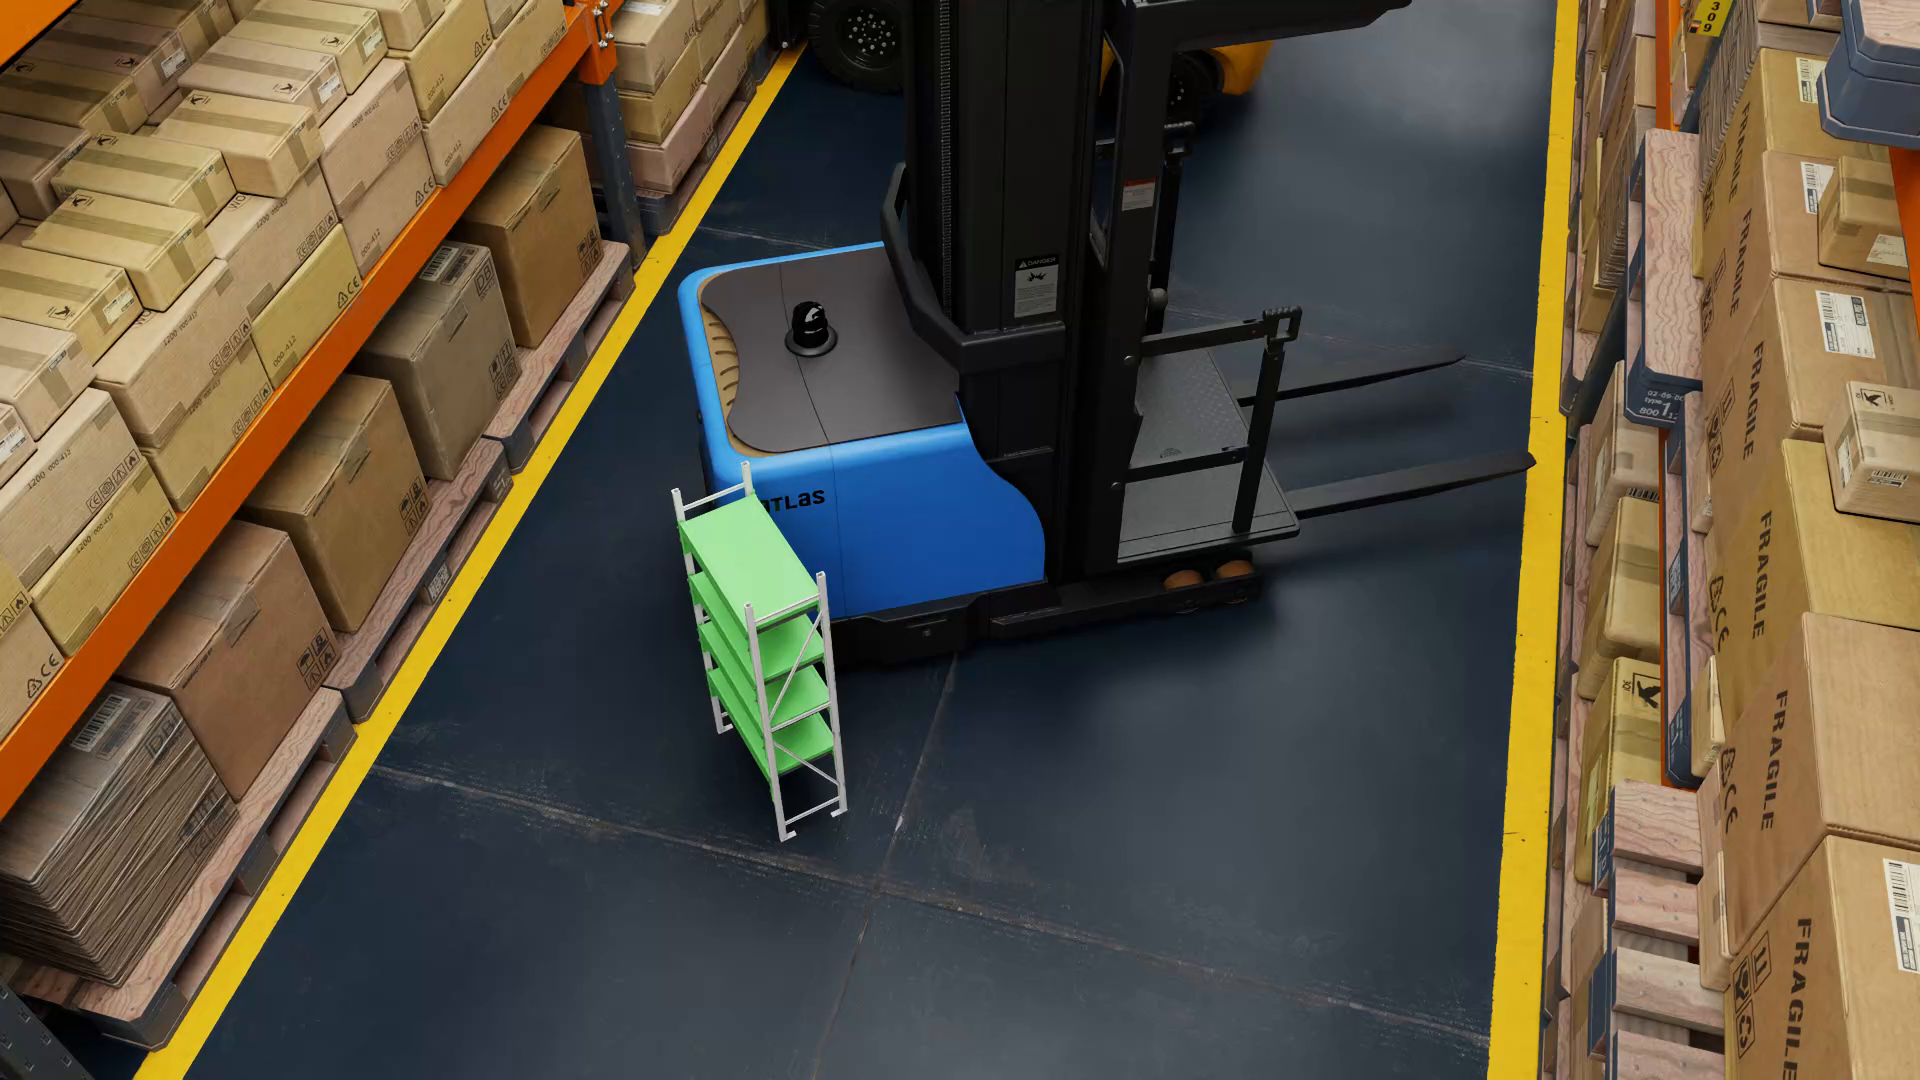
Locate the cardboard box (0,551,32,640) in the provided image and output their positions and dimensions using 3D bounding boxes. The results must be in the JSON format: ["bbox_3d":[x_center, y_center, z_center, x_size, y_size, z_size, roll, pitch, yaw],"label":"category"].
[{"bbox_3d":[-2.559,0.198,3.842,0.500,0.250,0.500,12,50,10],"label":"cardboard box"}]

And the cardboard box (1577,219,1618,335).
[{"bbox_3d":[2.803,-1.045,6.726,0.500,0.250,0.500,14,50,12],"label":"cardboard box"}]

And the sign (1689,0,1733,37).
[{"bbox_3d":[2.381,-1.723,5.193,0.100,0.325,0.005,12,50,10],"label":"sign"}]

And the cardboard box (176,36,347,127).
[{"bbox_3d":[-2.067,-1.339,4.932,0.380,0.149,0.250,12,50,10],"label":"cardboard box"}]

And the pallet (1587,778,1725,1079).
[{"bbox_3d":[1.938,1.085,3.420,1.213,0.211,1.003,12,50,10],"label":"pallet"}]

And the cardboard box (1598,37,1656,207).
[{"bbox_3d":[2.935,-1.662,6.770,0.500,0.500,0.500,12,50,11],"label":"cardboard box"}]

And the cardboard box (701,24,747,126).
[{"bbox_3d":[-1.318,-2.196,7.741,0.500,0.250,0.500,11,49,9],"label":"cardboard box"}]

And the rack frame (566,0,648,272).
[{"bbox_3d":[-1.883,-2.312,6.290,1.000,3.000,0.127,12,50,10],"label":"rack frame"}]

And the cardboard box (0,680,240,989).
[{"bbox_3d":[-2.759,0.780,4.865,0.875,0.625,0.625,13,50,11],"label":"cardboard box"}]

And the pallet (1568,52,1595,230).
[{"bbox_3d":[3.368,-1.791,7.690,1.003,0.211,1.213,12,50,10],"label":"pallet"}]

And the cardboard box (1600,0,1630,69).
[{"bbox_3d":[3.201,-2.419,7.438,0.500,0.500,0.500,12,50,11],"label":"cardboard box"}]

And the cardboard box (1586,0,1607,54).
[{"bbox_3d":[3.339,-2.561,8.064,0.500,0.250,0.500,13,50,11],"label":"cardboard box"}]

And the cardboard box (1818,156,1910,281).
[{"bbox_3d":[2.255,-0.744,3.928,0.380,0.149,0.250,14,50,12],"label":"cardboard box"}]

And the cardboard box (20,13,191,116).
[{"bbox_3d":[-2.569,-1.436,5.018,0.380,0.149,0.250,11,50,10],"label":"cardboard box"}]

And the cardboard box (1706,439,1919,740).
[{"bbox_3d":[1.962,0.162,3.561,0.500,0.500,0.500,9,49,7],"label":"cardboard box"}]

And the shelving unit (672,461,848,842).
[{"bbox_3d":[-0.599,0.374,5.120,0.258,1.200,0.503,-23,53,-19],"label":"shelving unit"}]

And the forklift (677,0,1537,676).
[{"bbox_3d":[0.605,-1.081,5.249,3.031,2.935,1.130,-10,49,-9],"label":"forklift"}]

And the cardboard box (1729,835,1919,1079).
[{"bbox_3d":[1.705,0.904,2.906,0.500,0.500,0.500,10,49,9],"label":"cardboard box"}]

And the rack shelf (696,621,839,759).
[{"bbox_3d":[-0.599,0.416,5.168,0.258,0.148,0.480,-23,53,-19],"label":"rack shelf"}]

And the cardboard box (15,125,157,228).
[{"bbox_3d":[-2.679,-1.009,4.906,0.500,0.250,0.500,11,49,9],"label":"cardboard box"}]

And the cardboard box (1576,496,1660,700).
[{"bbox_3d":[2.585,0.296,5.461,0.950,0.372,0.625,14,50,12],"label":"cardboard box"}]

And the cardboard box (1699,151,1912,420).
[{"bbox_3d":[2.232,-0.606,4.239,0.500,0.500,0.500,11,50,10],"label":"cardboard box"}]

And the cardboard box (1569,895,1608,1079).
[{"bbox_3d":[2.198,1.347,4.534,0.950,0.372,0.625,11,49,9],"label":"cardboard box"}]

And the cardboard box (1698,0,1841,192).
[{"bbox_3d":[2.506,-1.323,4.872,0.500,0.500,0.500,13,50,11],"label":"cardboard box"}]

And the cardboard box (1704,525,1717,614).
[{"bbox_3d":[2.044,0.082,4.064,0.380,0.149,0.250,10,49,9],"label":"cardboard box"}]

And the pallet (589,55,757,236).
[{"bbox_3d":[-1.633,-1.956,7.836,1.003,0.211,1.213,12,50,10],"label":"pallet"}]

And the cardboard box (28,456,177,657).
[{"bbox_3d":[-2.446,-0.005,4.354,0.500,0.250,0.500,11,49,9],"label":"cardboard box"}]

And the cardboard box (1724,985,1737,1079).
[{"bbox_3d":[1.714,1.010,3.245,0.380,0.149,0.250,12,50,11],"label":"cardboard box"}]

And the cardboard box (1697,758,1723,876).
[{"bbox_3d":[1.811,0.639,3.573,0.380,0.149,0.250,9,49,8],"label":"cardboard box"}]

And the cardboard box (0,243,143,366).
[{"bbox_3d":[-2.362,-0.603,4.282,0.380,0.149,0.250,12,50,10],"label":"cardboard box"}]

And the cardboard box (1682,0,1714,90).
[{"bbox_3d":[2.783,-1.837,5.606,0.500,0.500,0.500,10,49,9],"label":"cardboard box"}]

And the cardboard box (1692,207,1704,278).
[{"bbox_3d":[2.382,-0.875,4.909,0.380,0.149,0.250,12,50,11],"label":"cardboard box"}]

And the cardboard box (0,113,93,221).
[{"bbox_3d":[-2.660,-1.056,4.682,0.380,0.149,0.250,13,50,11],"label":"cardboard box"}]

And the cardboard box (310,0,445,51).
[{"bbox_3d":[-1.866,-1.696,5.247,0.380,0.149,0.250,10,49,9],"label":"cardboard box"}]

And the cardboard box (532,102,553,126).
[{"bbox_3d":[-1.953,-2.099,7.323,0.500,0.250,0.500,11,49,9],"label":"cardboard box"}]

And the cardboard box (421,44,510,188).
[{"bbox_3d":[-1.890,-1.482,5.657,0.500,0.250,0.500,11,50,10],"label":"cardboard box"}]

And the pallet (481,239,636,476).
[{"bbox_3d":[-2.039,-0.849,6.858,1.003,0.211,1.213,12,50,10],"label":"pallet"}]

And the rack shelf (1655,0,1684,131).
[{"bbox_3d":[3.433,-2.544,6.974,1.077,0.370,4.000,12,50,10],"label":"rack shelf"}]

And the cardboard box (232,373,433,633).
[{"bbox_3d":[-2.417,-0.182,5.713,0.875,0.625,0.625,10,49,8],"label":"cardboard box"}]

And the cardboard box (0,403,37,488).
[{"bbox_3d":[-2.456,-0.223,3.947,0.380,0.149,0.250,13,50,11],"label":"cardboard box"}]

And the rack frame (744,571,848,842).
[{"bbox_3d":[-0.478,0.532,4.980,0.240,1.200,0.015,-23,53,-19],"label":"rack frame"}]

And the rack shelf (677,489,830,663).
[{"bbox_3d":[-0.599,0.098,4.808,0.258,0.148,0.480,-23,53,-19],"label":"rack shelf"}]

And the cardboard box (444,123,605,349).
[{"bbox_3d":[-2.010,-1.286,6.688,0.875,0.625,0.625,14,50,12],"label":"cardboard box"}]

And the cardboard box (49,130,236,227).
[{"bbox_3d":[-2.263,-0.982,4.617,0.380,0.149,0.250,12,50,10],"label":"cardboard box"}]

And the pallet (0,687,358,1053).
[{"bbox_3d":[-2.682,0.916,5.301,1.003,0.211,1.213,12,50,10],"label":"pallet"}]

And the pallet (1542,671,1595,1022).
[{"bbox_3d":[2.384,1.036,5.195,1.003,0.211,1.213,12,50,10],"label":"pallet"}]

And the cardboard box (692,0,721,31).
[{"bbox_3d":[-1.309,-2.528,7.367,0.500,0.250,0.500,12,50,10],"label":"cardboard box"}]

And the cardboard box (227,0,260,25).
[{"bbox_3d":[-2.418,-1.795,5.334,0.380,0.149,0.250,11,50,10],"label":"cardboard box"}]

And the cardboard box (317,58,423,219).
[{"bbox_3d":[-2.034,-1.280,5.146,0.500,0.250,0.500,12,50,11],"label":"cardboard box"}]

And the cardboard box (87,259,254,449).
[{"bbox_3d":[-2.295,-0.544,4.496,0.500,0.250,0.500,10,49,9],"label":"cardboard box"}]

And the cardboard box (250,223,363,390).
[{"bbox_3d":[-2.179,-0.754,5.014,0.500,0.250,0.500,13,50,11],"label":"cardboard box"}]

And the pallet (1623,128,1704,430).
[{"bbox_3d":[2.565,-0.748,5.037,1.003,0.211,1.213,12,50,10],"label":"pallet"}]

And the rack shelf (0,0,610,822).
[{"bbox_3d":[-2.410,-0.627,5.283,1.077,0.370,4.000,12,50,10],"label":"rack shelf"}]

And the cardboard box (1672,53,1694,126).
[{"bbox_3d":[2.697,-1.545,5.780,0.380,0.149,0.250,11,50,10],"label":"cardboard box"}]

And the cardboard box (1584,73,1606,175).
[{"bbox_3d":[3.072,-1.799,7.391,0.500,0.250,0.500,12,50,11],"label":"cardboard box"}]

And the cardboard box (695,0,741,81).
[{"bbox_3d":[-1.327,-2.360,7.553,0.500,0.250,0.500,11,50,10],"label":"cardboard box"}]

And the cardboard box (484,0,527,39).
[{"bbox_3d":[-1.766,-2.022,5.801,0.500,0.250,0.500,11,49,9],"label":"cardboard box"}]
